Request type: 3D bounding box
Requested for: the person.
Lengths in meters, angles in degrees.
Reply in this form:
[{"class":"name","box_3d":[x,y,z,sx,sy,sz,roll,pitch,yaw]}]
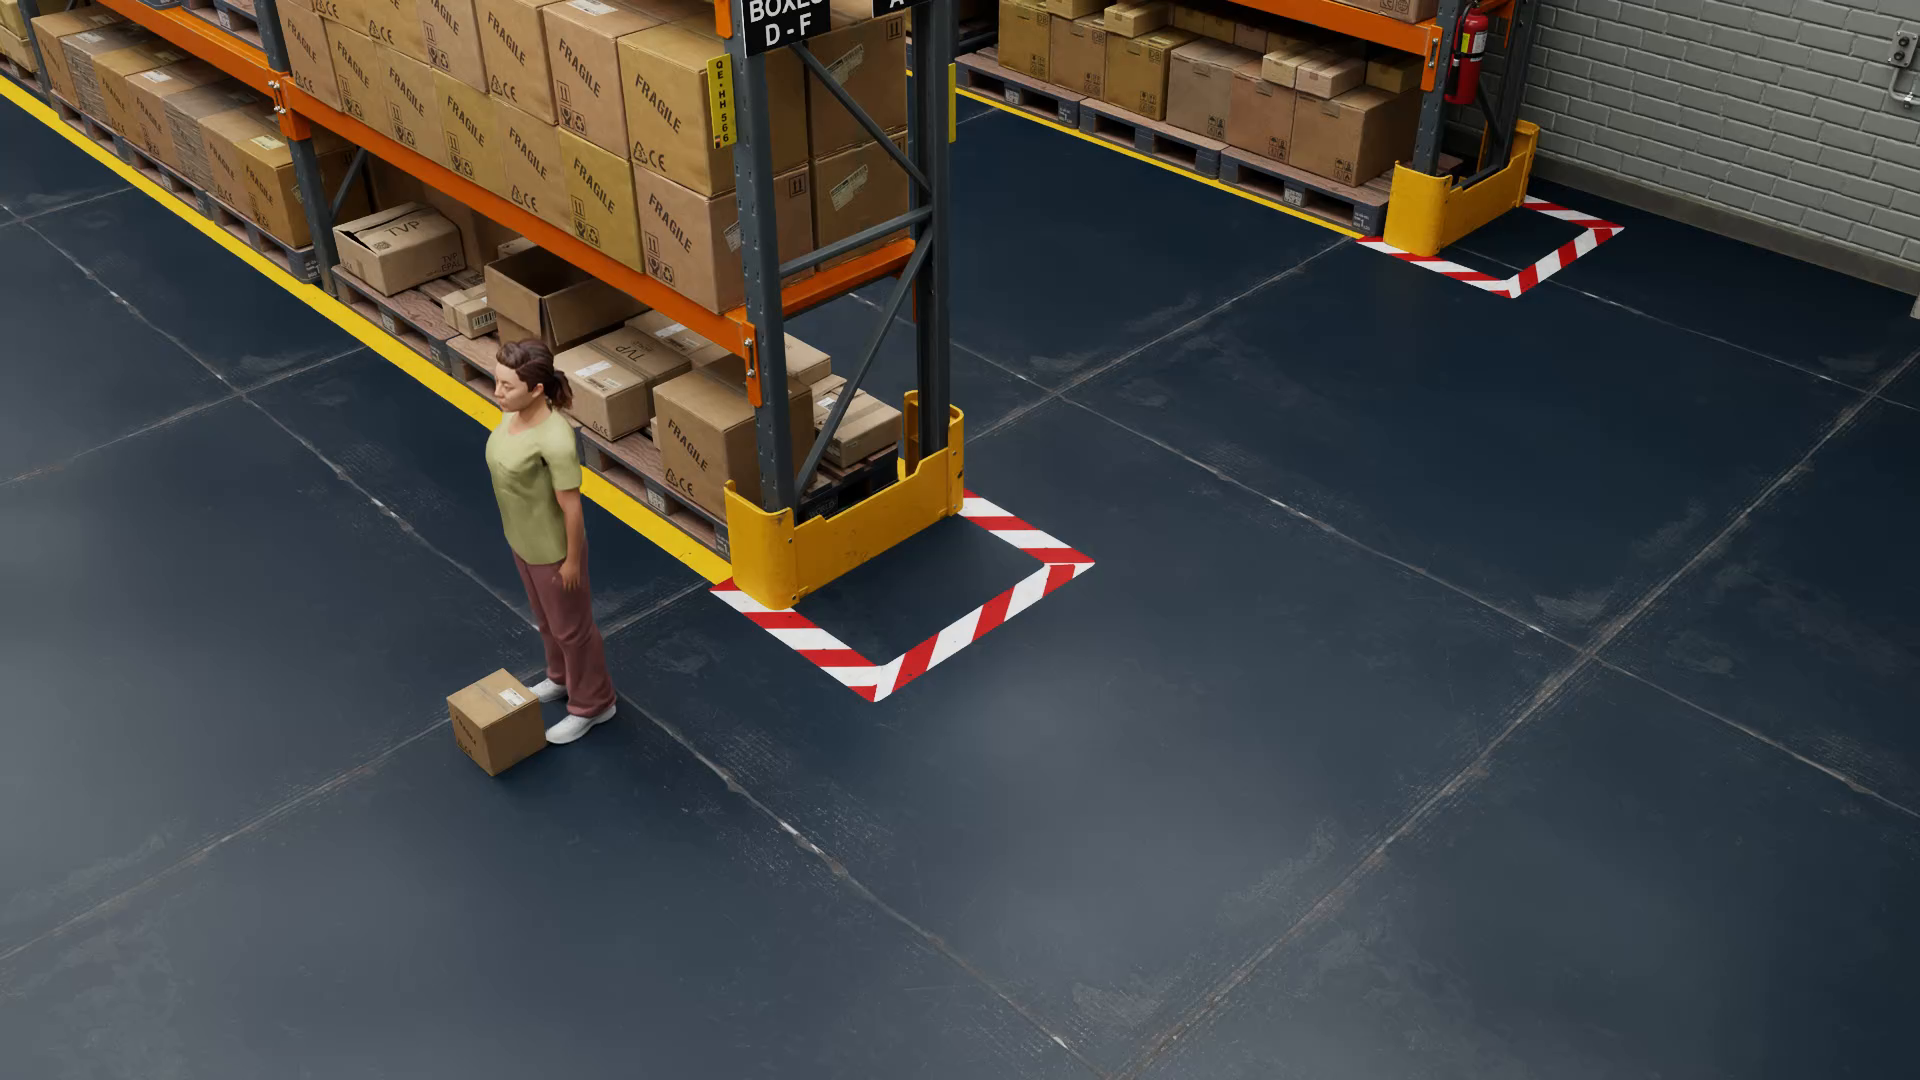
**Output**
[{"class":"person","box_3d":[-1.517,0.015,6.141,0.364,1.691,0.457,-23,42,-29]}]
